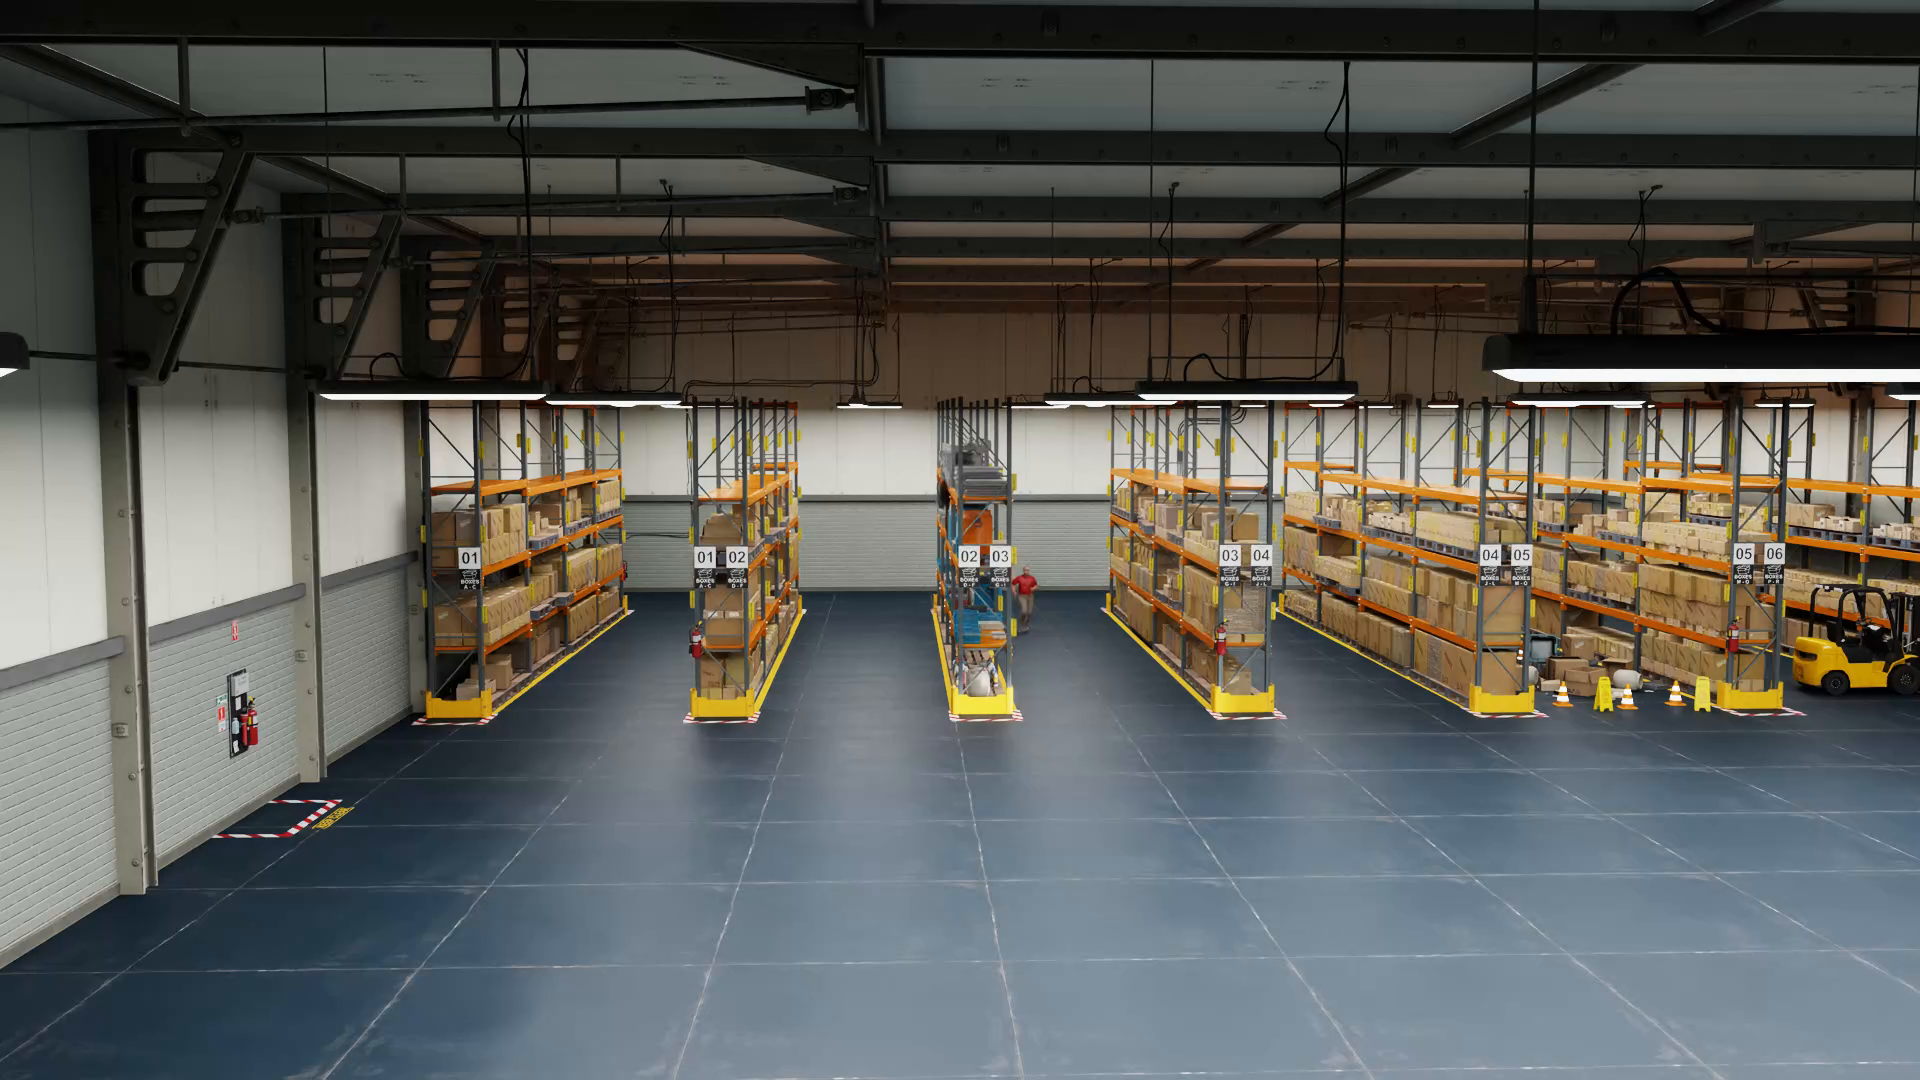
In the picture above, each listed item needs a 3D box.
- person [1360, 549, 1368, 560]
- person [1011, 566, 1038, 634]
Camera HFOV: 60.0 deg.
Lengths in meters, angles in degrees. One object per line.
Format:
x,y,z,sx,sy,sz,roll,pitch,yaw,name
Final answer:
11.951,1.066,49.380,0.900,1.677,0.575,-1,5,-14,person
1.706,1.558,42.969,0.627,1.767,0.731,-1,5,-18,person
